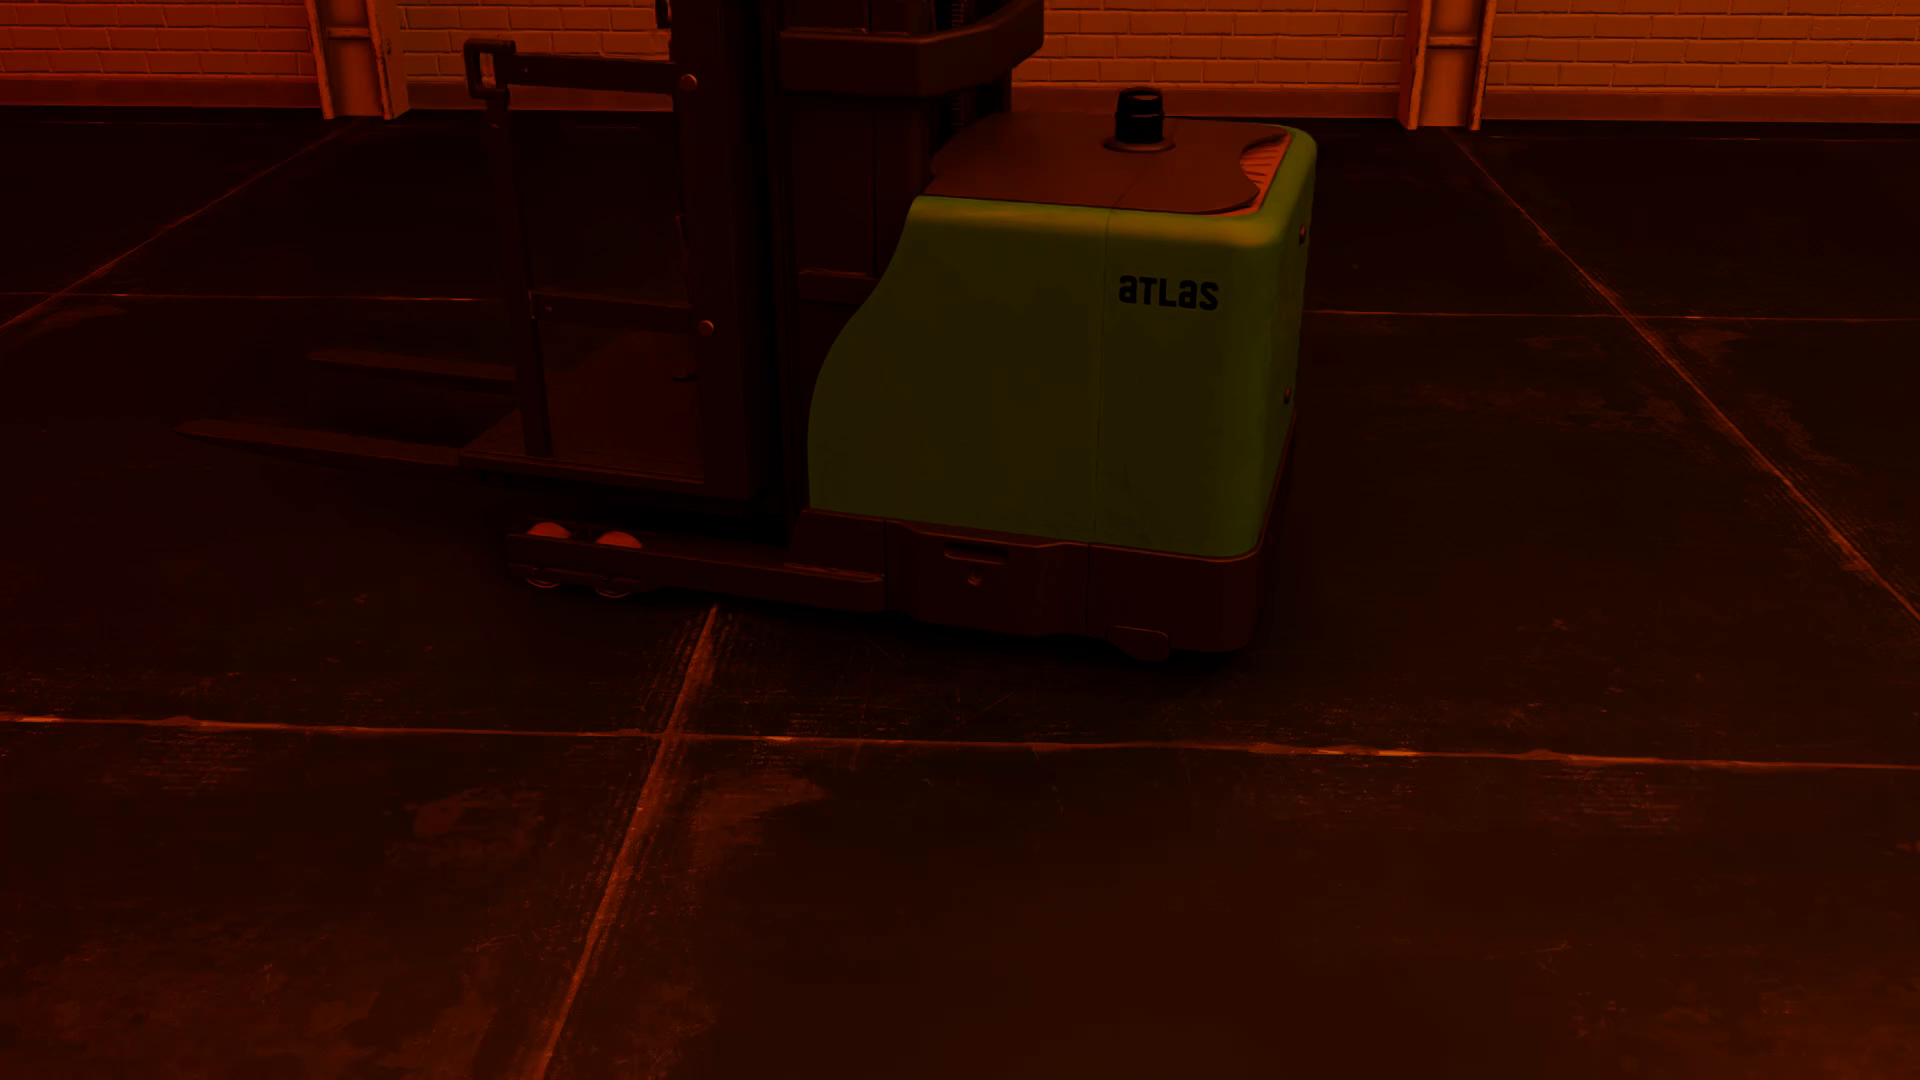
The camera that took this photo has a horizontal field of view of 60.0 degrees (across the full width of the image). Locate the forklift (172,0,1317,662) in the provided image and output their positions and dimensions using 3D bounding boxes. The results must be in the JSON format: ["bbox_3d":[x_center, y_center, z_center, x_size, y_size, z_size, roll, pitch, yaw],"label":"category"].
[{"bbox_3d":[-0.657,-1.383,4.011,3.031,2.935,1.130,7,27,14],"label":"forklift"}]
